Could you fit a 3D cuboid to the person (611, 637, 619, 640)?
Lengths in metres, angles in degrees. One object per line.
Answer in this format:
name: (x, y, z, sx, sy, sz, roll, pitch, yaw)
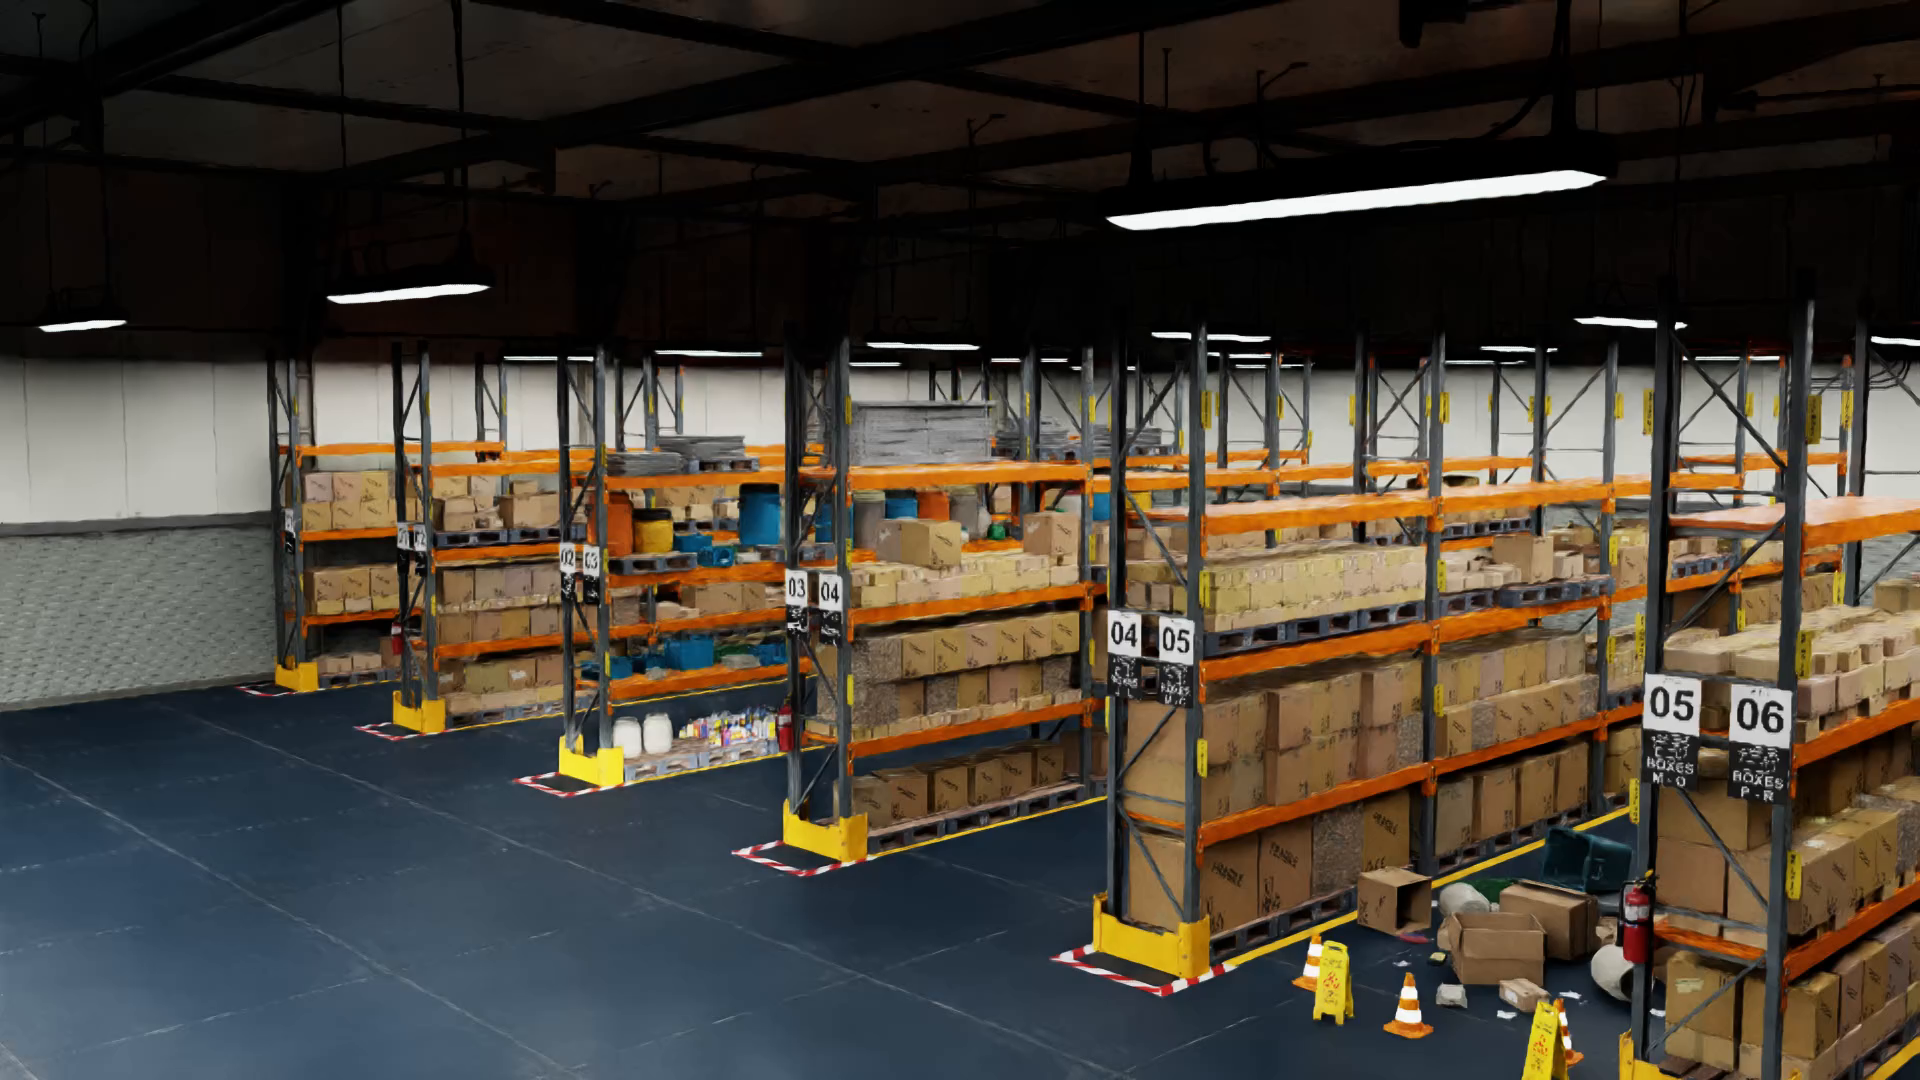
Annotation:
person: (-6.306, 1.739, 30.215, 1.086, 1.589, 0.495, -4, 7, -41)
